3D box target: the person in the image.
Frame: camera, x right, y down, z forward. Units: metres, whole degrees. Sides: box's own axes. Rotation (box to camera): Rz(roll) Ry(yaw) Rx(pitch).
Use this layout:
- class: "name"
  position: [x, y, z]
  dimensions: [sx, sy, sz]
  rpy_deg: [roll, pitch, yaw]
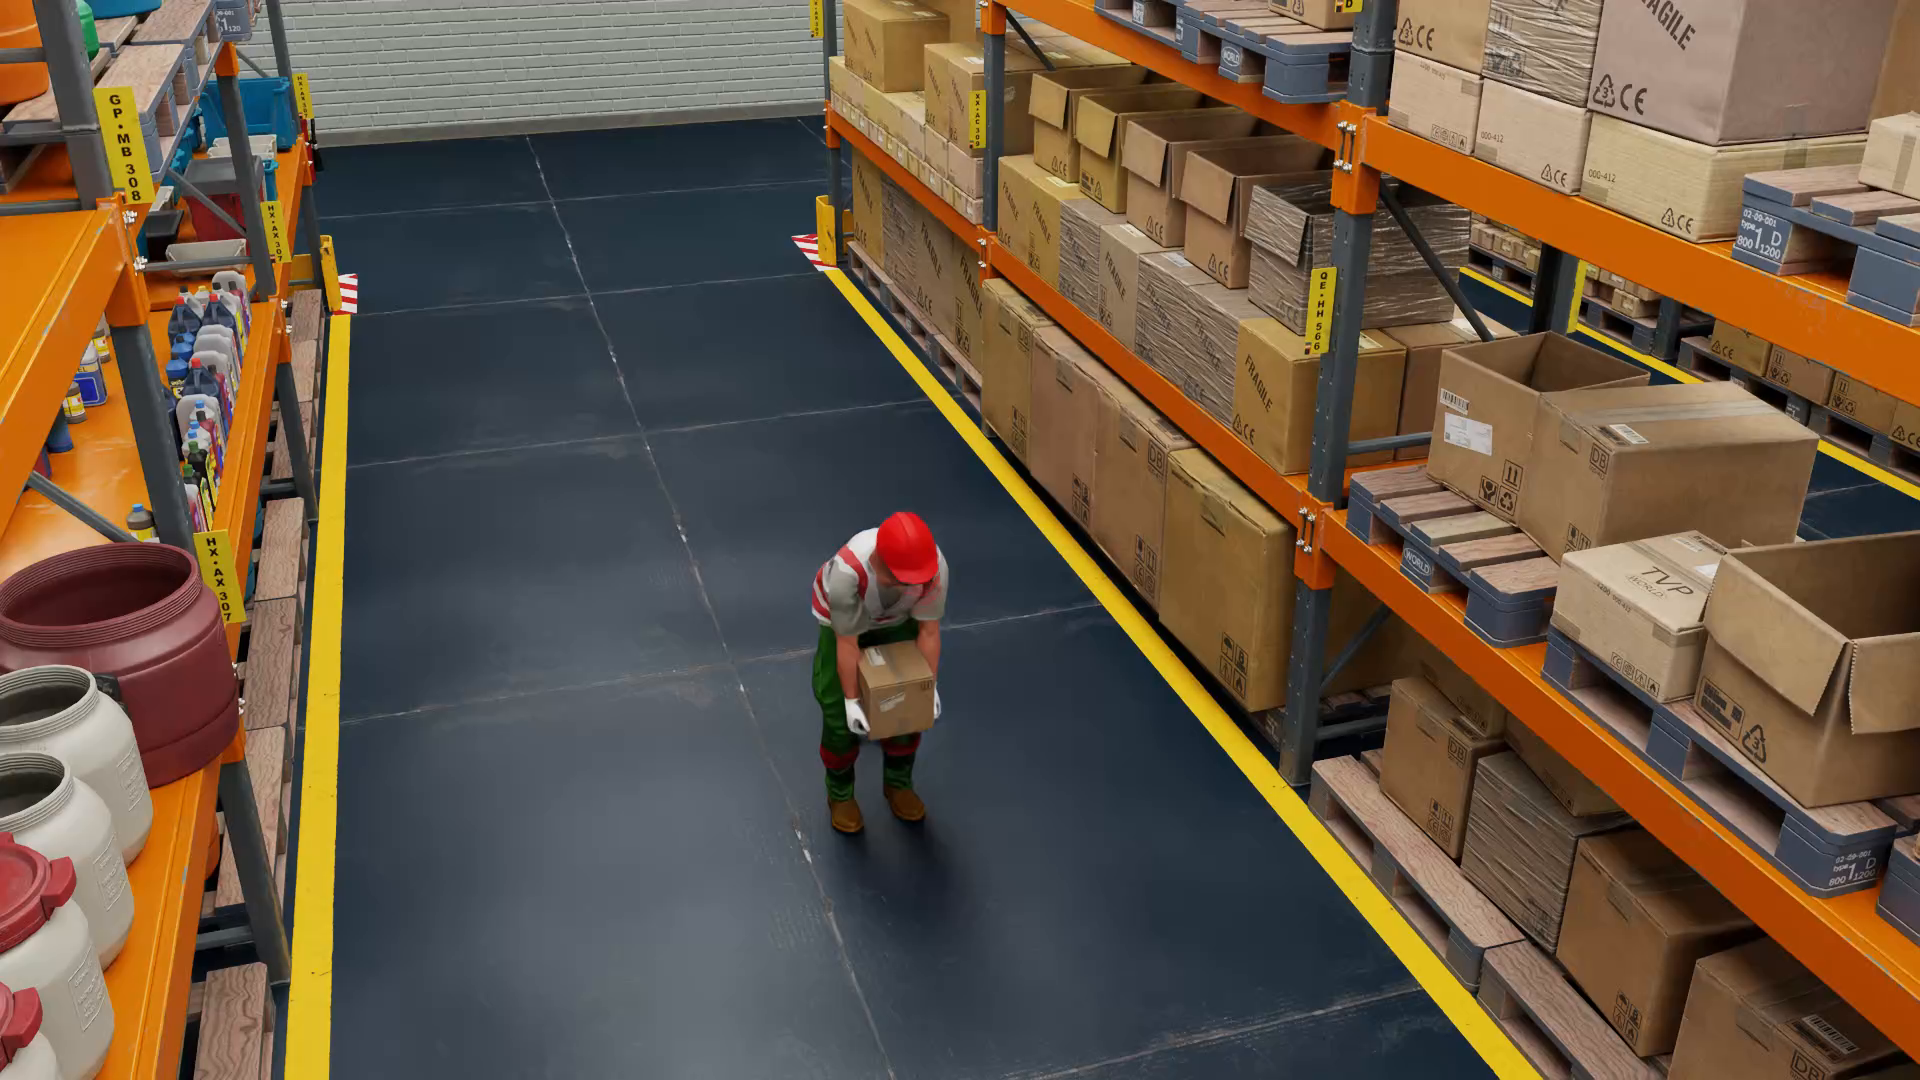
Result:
- class: "person"
  position: [-0.290, 0.491, 6.363]
  dimensions: [0.485, 1.541, 0.819]
  rpy_deg: [-9, 27, -17]
